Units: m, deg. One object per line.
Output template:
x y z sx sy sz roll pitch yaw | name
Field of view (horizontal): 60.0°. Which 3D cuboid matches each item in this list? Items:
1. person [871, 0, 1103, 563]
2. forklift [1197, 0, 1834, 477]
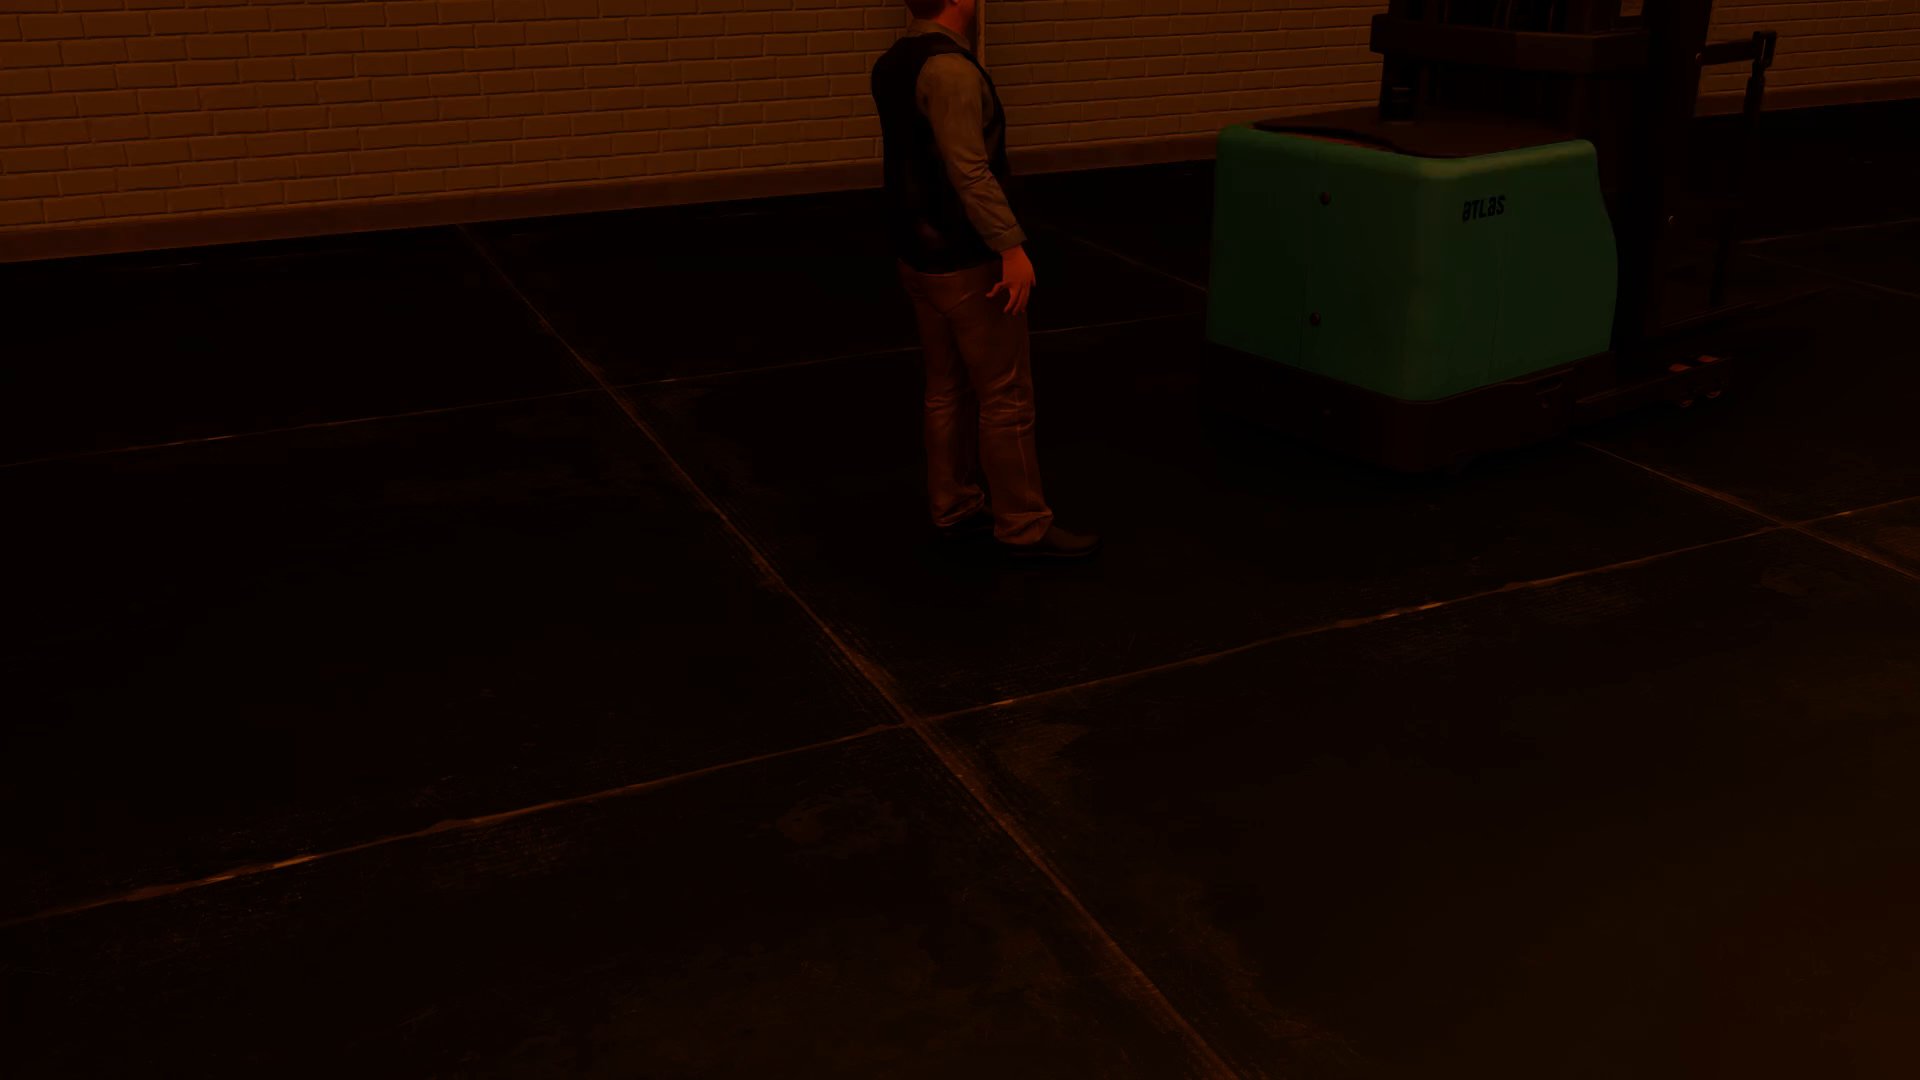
0.060 -0.810 4.792 0.566 1.722 0.634 -10 25 -23 | person
2.362 -2.000 6.100 3.031 2.935 1.130 -16 27 -34 | forklift
